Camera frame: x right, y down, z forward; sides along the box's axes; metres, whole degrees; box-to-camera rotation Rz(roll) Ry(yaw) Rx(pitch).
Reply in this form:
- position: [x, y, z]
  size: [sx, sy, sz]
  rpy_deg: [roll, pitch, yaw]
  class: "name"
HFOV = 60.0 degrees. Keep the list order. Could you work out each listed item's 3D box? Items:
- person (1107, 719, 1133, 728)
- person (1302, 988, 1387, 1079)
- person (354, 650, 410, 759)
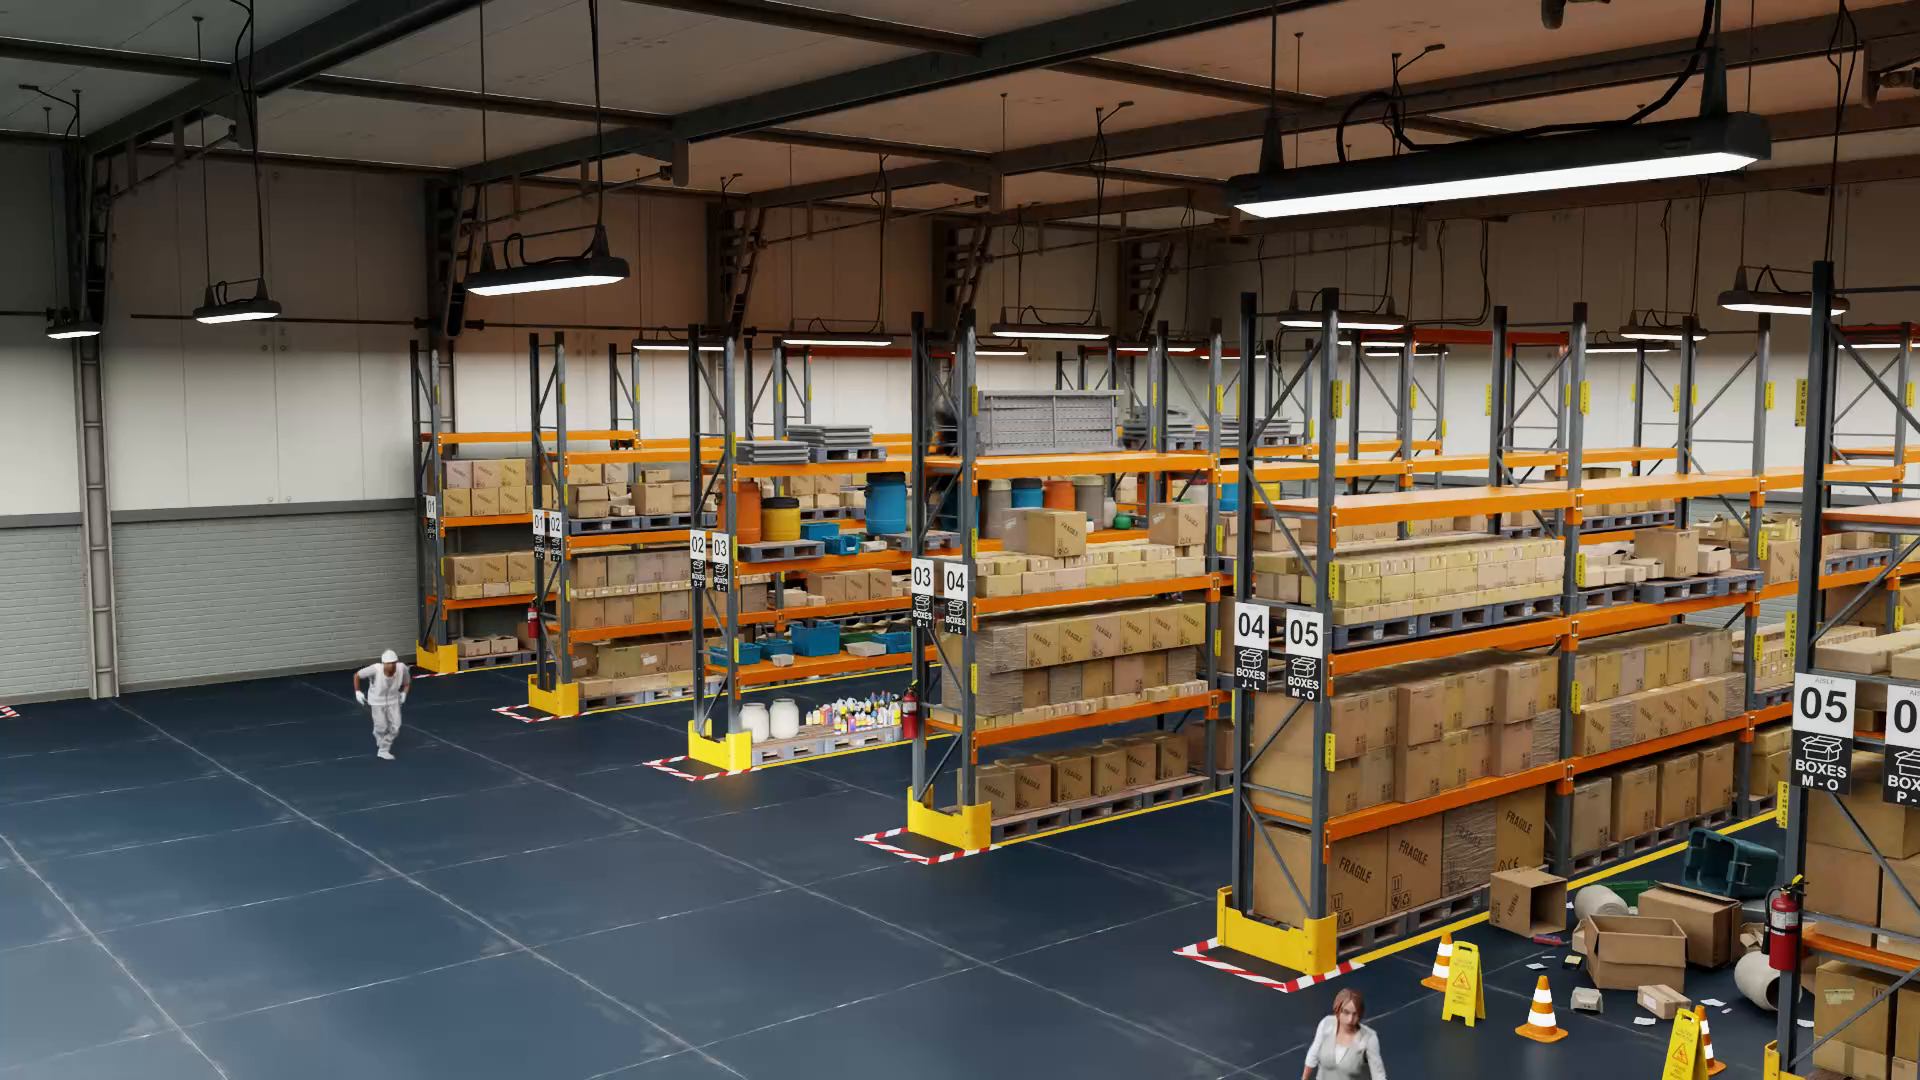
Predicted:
- position: [2.237, 1.818, 23.890]
  size: [0.696, 1.821, 0.654]
  rpy_deg: [-4, 7, -40]
  class: "person"
- position: [2.365, 3.454, 10.253]
  size: [0.588, 1.533, 0.620]
  rpy_deg: [2, 6, 23]
  class: "person"
- position: [-7.927, 2.267, 22.835]
  size: [0.718, 1.586, 0.847]
  rpy_deg: [-3, 6, -32]
  class: "person"
